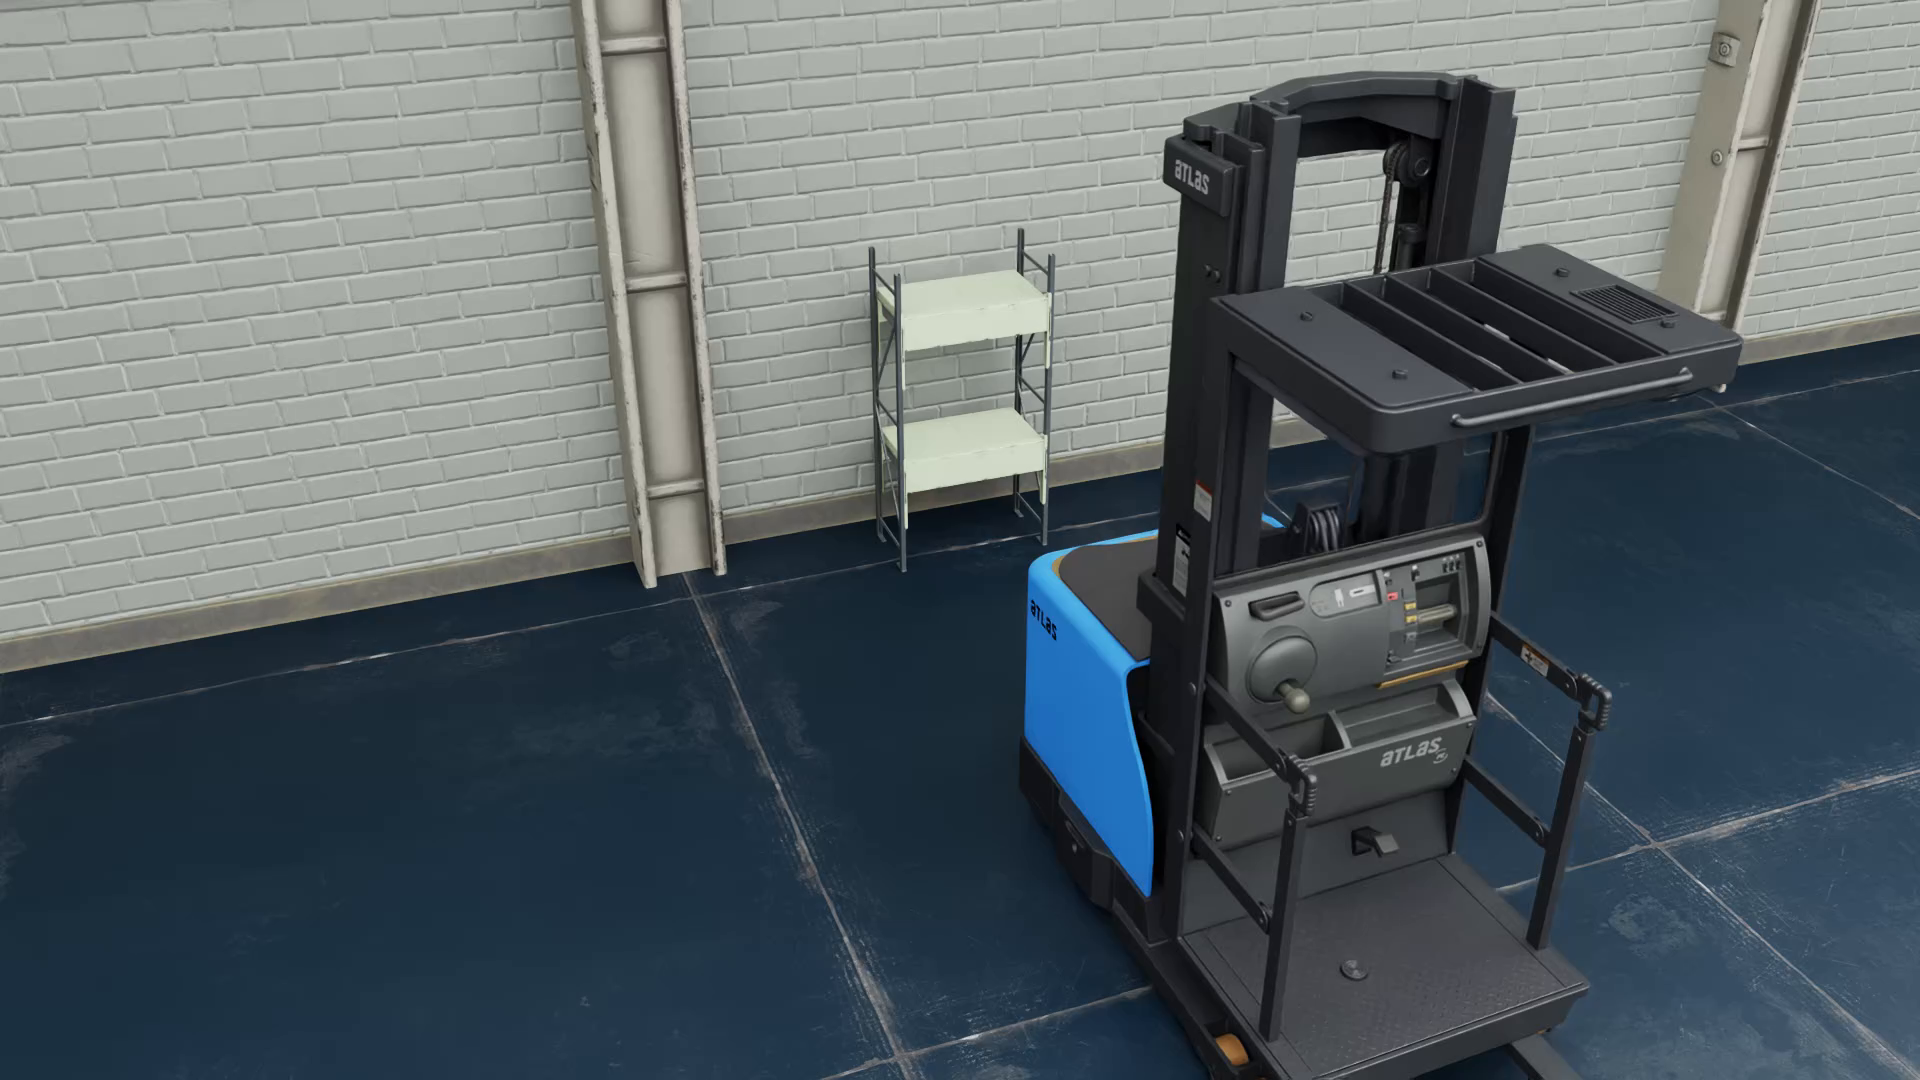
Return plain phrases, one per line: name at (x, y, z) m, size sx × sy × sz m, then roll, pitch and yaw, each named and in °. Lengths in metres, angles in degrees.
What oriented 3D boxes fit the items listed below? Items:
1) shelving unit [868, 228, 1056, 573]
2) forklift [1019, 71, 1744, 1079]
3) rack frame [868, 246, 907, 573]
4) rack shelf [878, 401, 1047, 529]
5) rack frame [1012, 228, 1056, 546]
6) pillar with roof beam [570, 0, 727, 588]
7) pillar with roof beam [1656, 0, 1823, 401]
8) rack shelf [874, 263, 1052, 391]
shelving unit at (0.006, -0.653, 7.881) m, size 0.755 × 1.500 × 0.431 m, roll -10°, pitch 31°, yaw -18°
forklift at (1.267, 0.296, 4.770) m, size 1.130 × 2.935 × 3.031 m, roll -12°, pitch 32°, yaw -20°
rack frame at (-0.337, -0.590, 7.770) m, size 0.023 × 1.500 × 0.400 m, roll -10°, pitch 31°, yaw -18°
rack shelf at (0.006, -0.370, 8.042) m, size 0.720 × 0.370 × 0.431 m, roll -10°, pitch 31°, yaw -18°
rack frame at (0.349, -0.716, 7.992) m, size 0.023 × 1.500 × 0.400 m, roll -10°, pitch 31°, yaw -18°
pillar with roof beam at (0.147, -1.789, 2.299) m, size 0.400 × 9.000 × 9.100 m, roll -10°, pitch 31°, yaw -18°
pillar with roof beam at (5.771, -2.825, 4.117) m, size 0.400 × 9.000 × 9.100 m, roll -10°, pitch 31°, yaw -18°
rack shelf at (0.006, -0.992, 7.688) m, size 0.720 × 0.370 × 0.431 m, roll -10°, pitch 31°, yaw -18°
